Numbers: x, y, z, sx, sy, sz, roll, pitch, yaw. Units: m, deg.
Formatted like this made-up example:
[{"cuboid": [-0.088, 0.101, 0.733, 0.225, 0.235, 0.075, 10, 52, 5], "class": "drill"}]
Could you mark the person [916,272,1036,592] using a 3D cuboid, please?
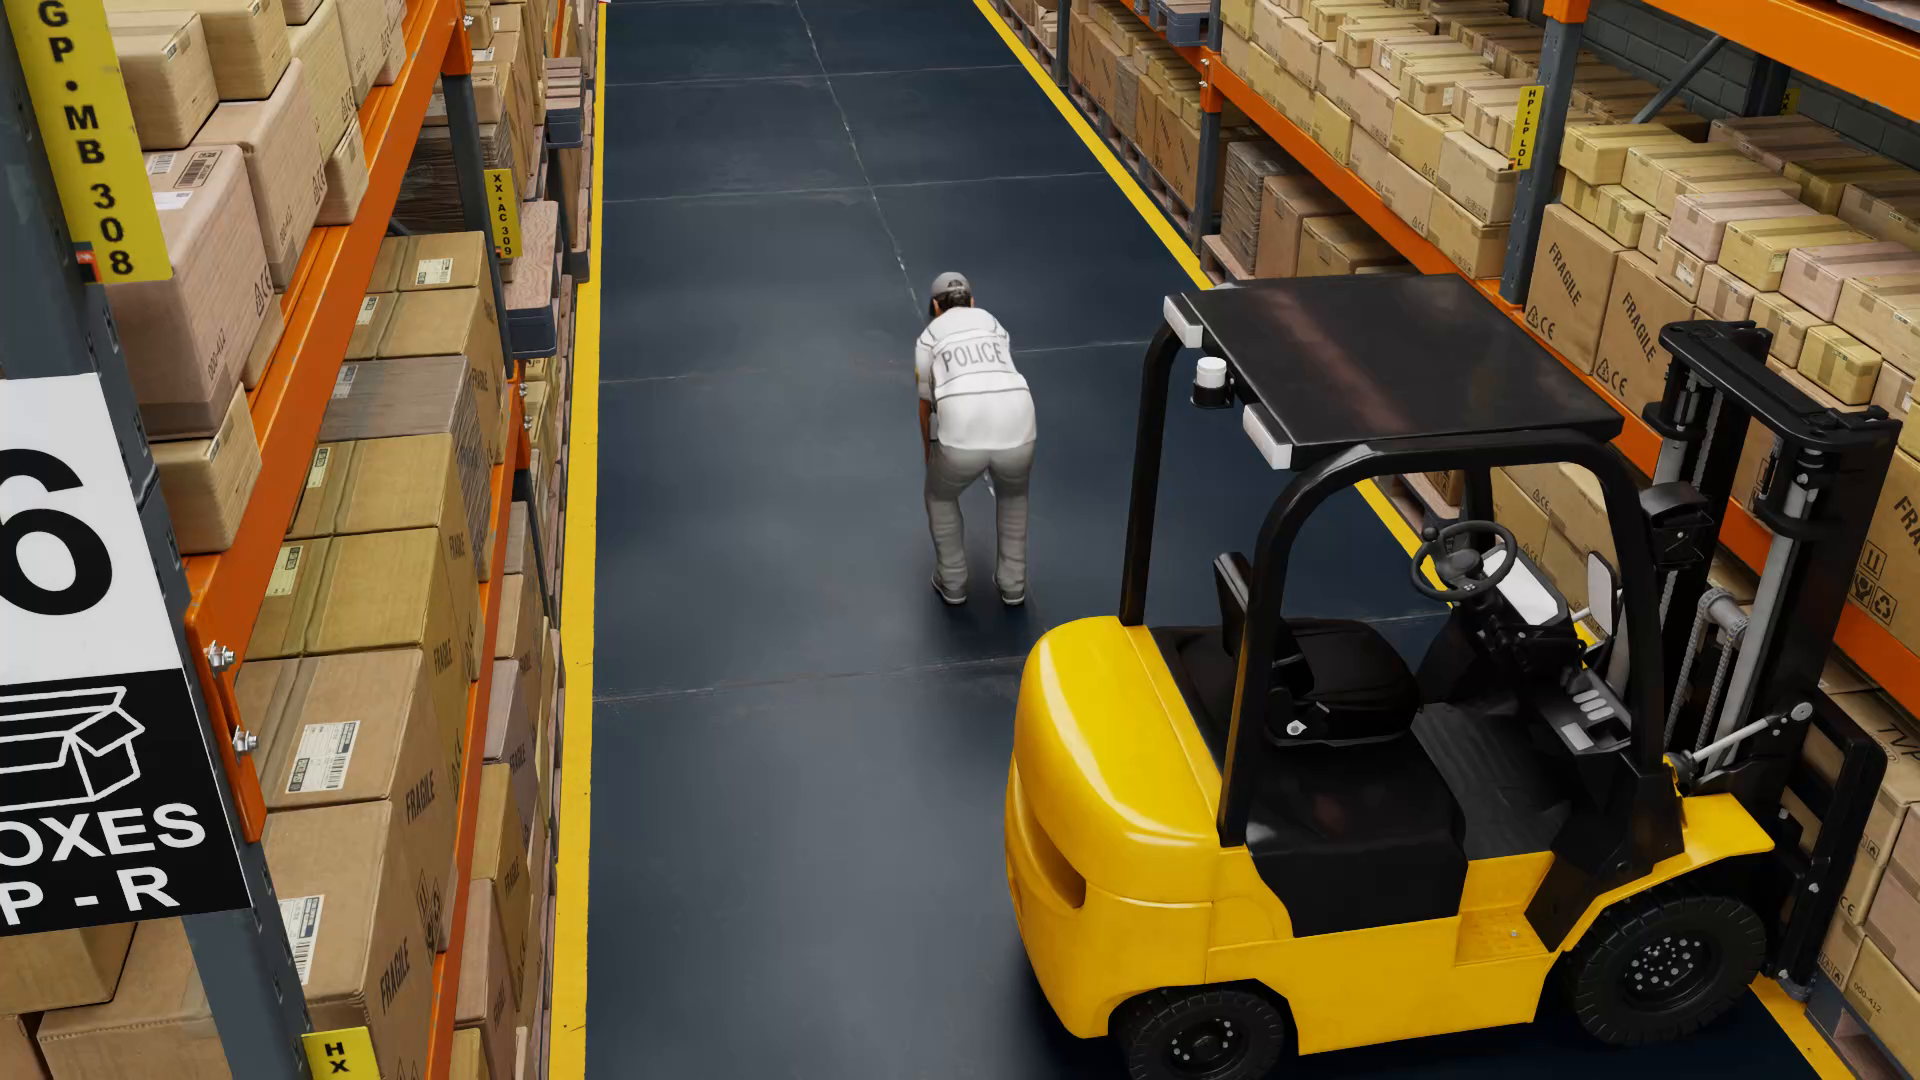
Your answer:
[{"cuboid": [0.053, -0.446, 7.141, 0.456, 1.250, 0.872, -6, 31, -10], "class": "person"}]
